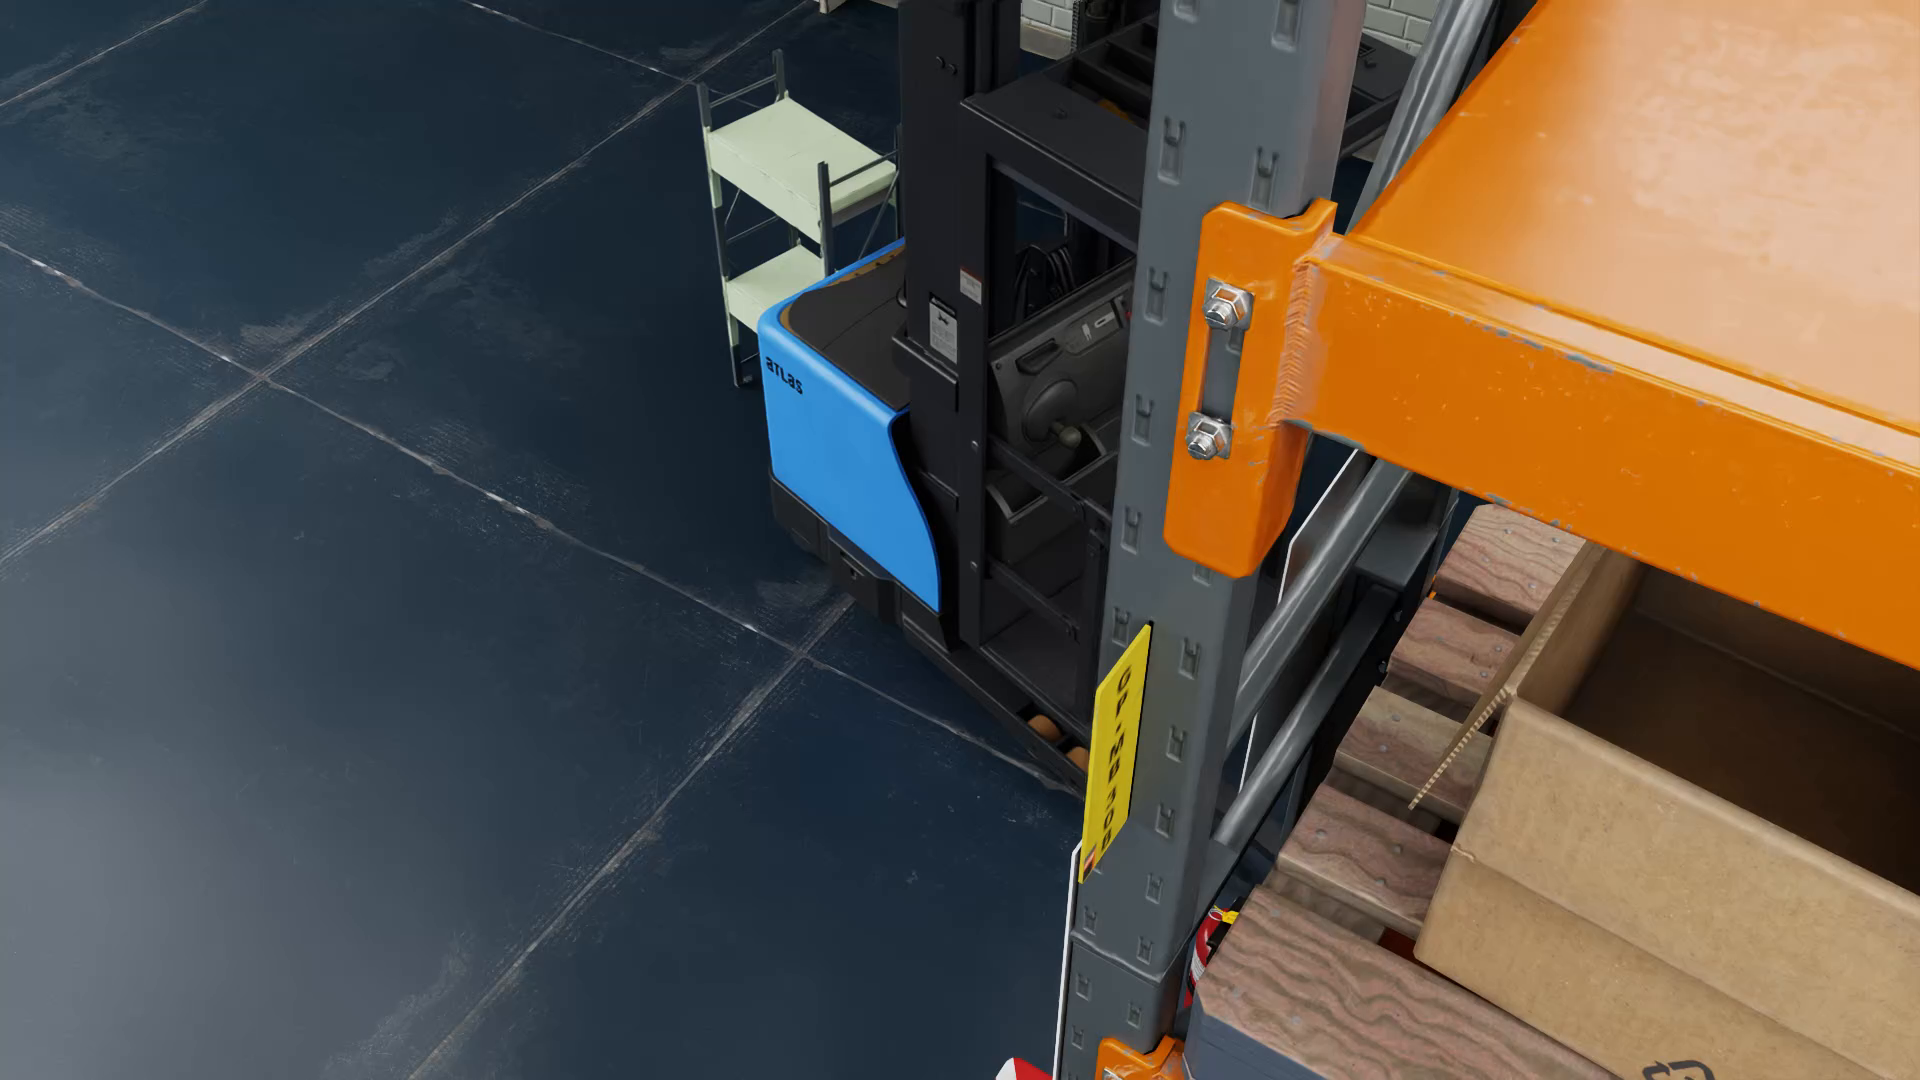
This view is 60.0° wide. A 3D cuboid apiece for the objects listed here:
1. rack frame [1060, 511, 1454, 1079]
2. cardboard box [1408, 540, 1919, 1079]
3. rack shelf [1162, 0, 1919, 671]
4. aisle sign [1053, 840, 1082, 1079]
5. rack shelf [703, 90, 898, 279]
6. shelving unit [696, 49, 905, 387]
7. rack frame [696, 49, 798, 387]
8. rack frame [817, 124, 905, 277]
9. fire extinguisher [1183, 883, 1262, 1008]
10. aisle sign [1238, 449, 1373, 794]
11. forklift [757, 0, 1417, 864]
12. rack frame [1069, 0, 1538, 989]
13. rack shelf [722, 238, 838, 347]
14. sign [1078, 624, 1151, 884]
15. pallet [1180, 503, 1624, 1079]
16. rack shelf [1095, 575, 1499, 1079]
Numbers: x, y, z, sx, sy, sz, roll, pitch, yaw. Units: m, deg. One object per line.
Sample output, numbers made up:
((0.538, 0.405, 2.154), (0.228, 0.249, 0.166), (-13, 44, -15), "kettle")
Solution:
((0.460, 1.268, 3.426), (0.127, 3.000, 1.000), (25, 51, 22), "rack frame")
((0.941, 0.217, 1.894), (0.637, 0.503, 0.797), (28, 52, 25), "cardboard box")
((2.143, 0.342, 0.923), (4.000, 0.370, 1.077), (25, 51, 22), "rack shelf")
((0.239, 0.522, 2.339), (0.004, 0.787, 0.394), (25, 51, 22), "aisle sign")
((-0.605, -1.384, 6.505), (0.431, 0.370, 0.720), (-33, 54, -28), "rack shelf")
((-0.605, -1.112, 6.785), (0.431, 1.500, 0.755), (-33, 54, -28), "shelving unit")
((-0.852, -1.306, 6.973), (0.400, 1.500, 0.023), (-33, 54, -28), "rack frame")
((-0.359, -0.918, 6.596), (0.400, 1.500, 0.023), (-33, 54, -28), "rack frame")
((0.611, 0.969, 3.771), (0.183, 0.674, 0.296), (25, 51, 22), "fire extinguisher")
((0.563, 0.160, 2.691), (0.004, 0.787, 0.394), (25, 51, 22), "aisle sign")
((0.604, -0.546, 5.237), (1.130, 2.935, 3.031), (-33, 54, -28), "forklift")
((0.460, -0.822, 1.274), (0.127, 3.000, 1.000), (25, 51, 22), "rack frame")
((-0.605, -0.885, 7.019), (0.431, 0.370, 0.720), (-33, 54, -28), "rack shelf")
((0.155, 0.224, 1.685), (0.005, 0.325, 0.100), (25, 51, 22), "sign")
((1.041, 0.543, 2.101), (1.213, 0.211, 1.003), (25, 51, 22), "pallet")
((2.143, 1.248, 1.856), (4.000, 0.370, 1.077), (25, 51, 22), "rack shelf")
